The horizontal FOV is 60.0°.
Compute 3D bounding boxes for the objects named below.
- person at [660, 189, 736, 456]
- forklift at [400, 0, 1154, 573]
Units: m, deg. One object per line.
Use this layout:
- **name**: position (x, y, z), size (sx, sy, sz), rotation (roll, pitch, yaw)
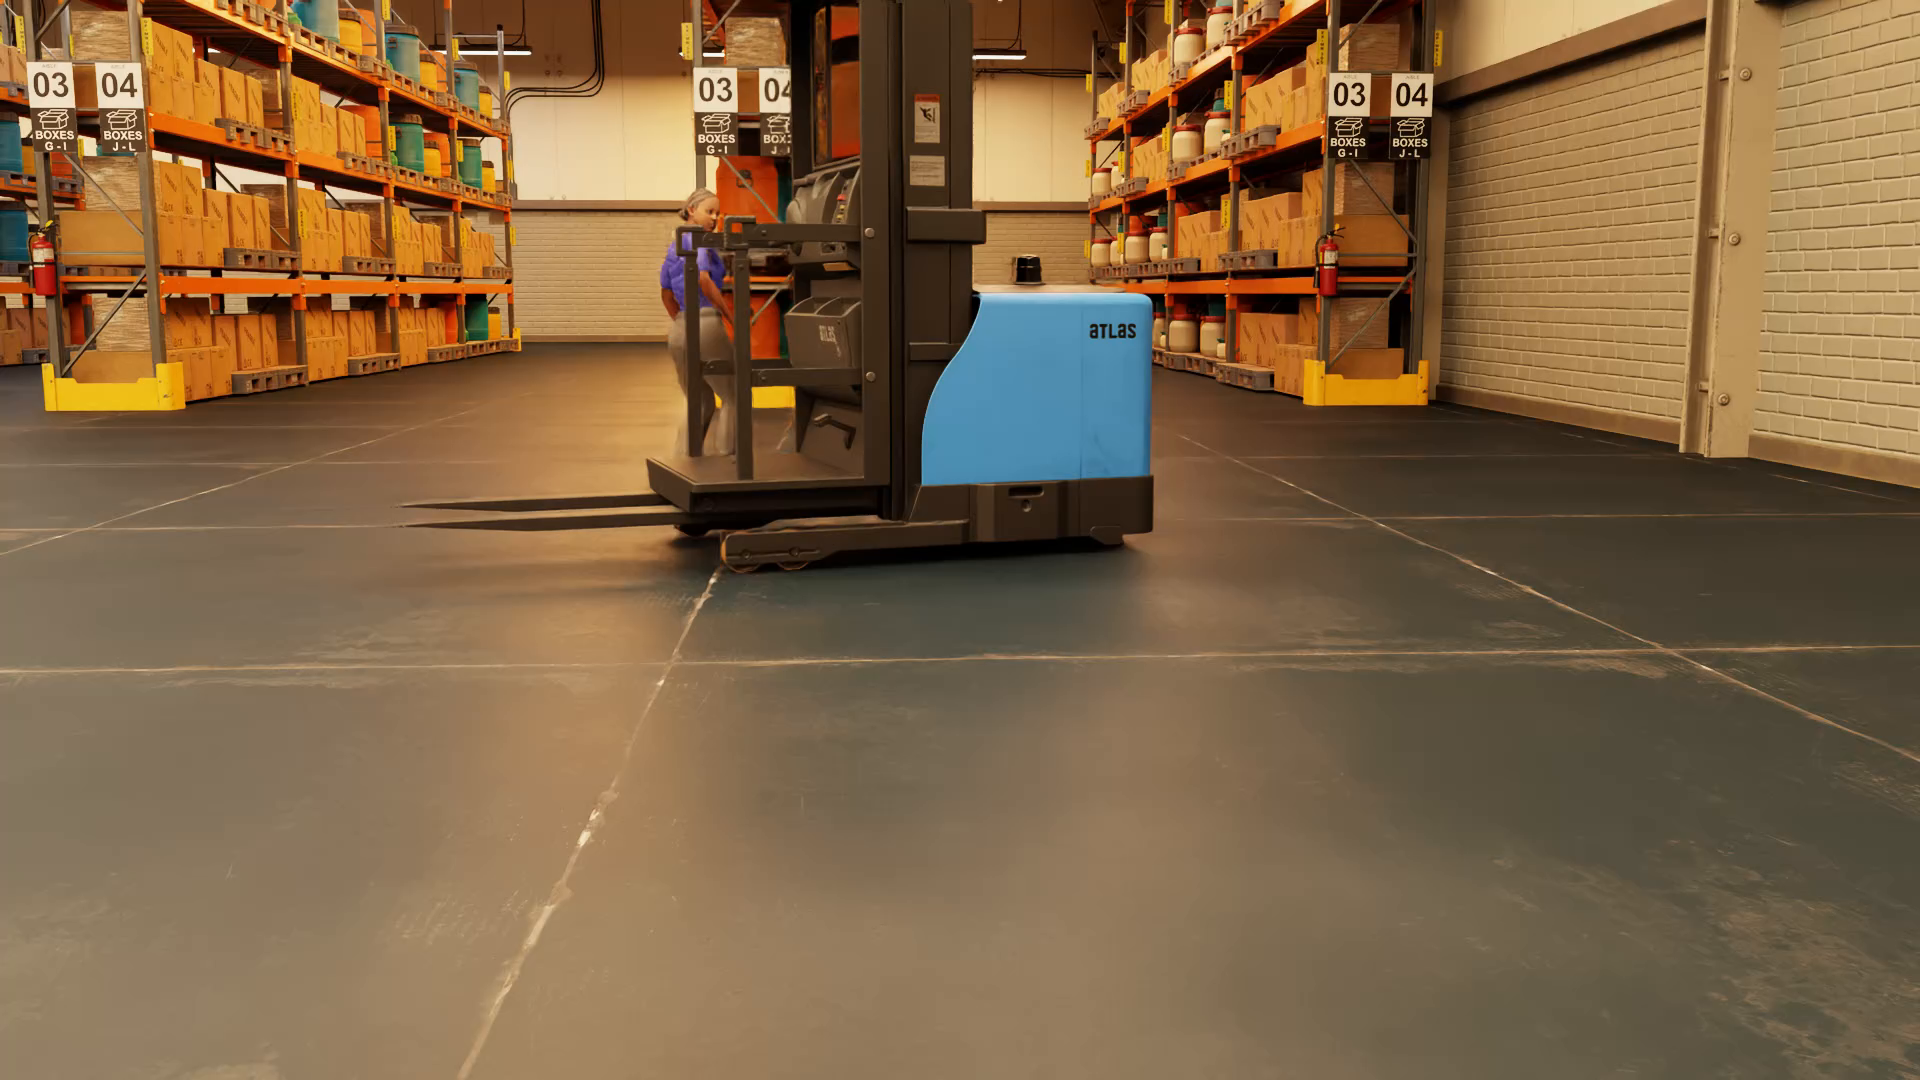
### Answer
- **person**: position (-1.369, -1.076, 9.032), size (0.466, 1.634, 0.648), rotation (-7, 11, -39)
- **forklift**: position (-0.751, -1.407, 6.808), size (3.031, 2.935, 1.130), rotation (-3, 9, -20)
